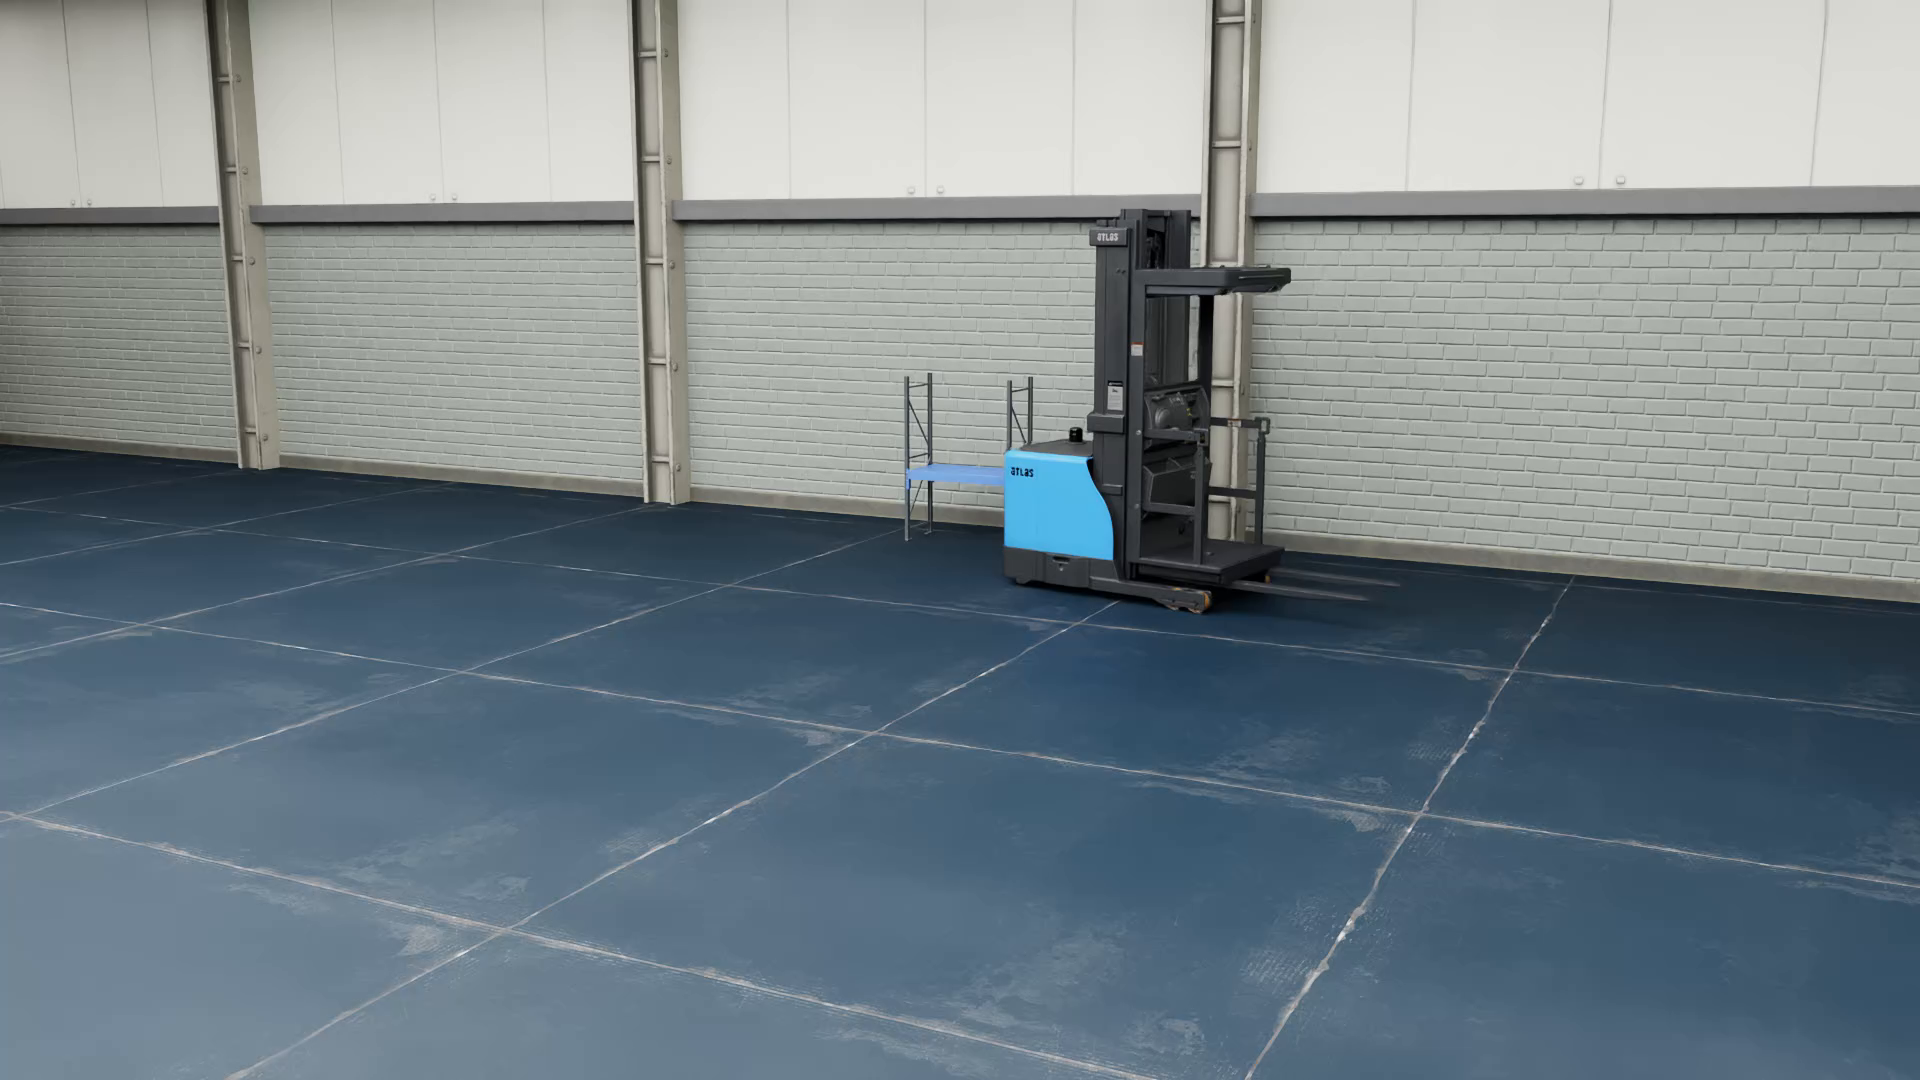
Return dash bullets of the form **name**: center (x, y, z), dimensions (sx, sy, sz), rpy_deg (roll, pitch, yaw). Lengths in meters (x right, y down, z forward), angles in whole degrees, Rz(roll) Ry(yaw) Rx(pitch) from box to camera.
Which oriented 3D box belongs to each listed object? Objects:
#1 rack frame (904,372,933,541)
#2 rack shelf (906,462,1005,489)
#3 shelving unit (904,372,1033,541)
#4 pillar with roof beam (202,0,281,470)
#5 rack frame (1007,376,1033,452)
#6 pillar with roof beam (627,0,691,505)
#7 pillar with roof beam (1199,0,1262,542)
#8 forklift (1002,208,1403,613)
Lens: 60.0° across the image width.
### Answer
- **rack frame**: center (-0.379, -0.771, 15.281), dimensions (0.032, 1.500, 0.500), rpy_deg (5, 11, 26)
- **rack shelf**: center (0.076, -0.554, 15.092), dimensions (1.000, 0.185, 0.538), rpy_deg (5, 11, 26)
- **shelving unit**: center (0.076, -0.731, 15.059), dimensions (1.048, 1.500, 0.538), rpy_deg (5, 11, 26)
- **pillar with roof beam**: center (-10.354, -4.619, 15.482), dimensions (0.400, 9.000, 9.100), rpy_deg (5, 11, 26)
- **rack frame**: center (0.532, -0.691, 14.838), dimensions (0.032, 1.500, 0.500), rpy_deg (5, 11, 26)
- **pillar with roof beam**: center (-4.974, -4.146, 12.869), dimensions (0.400, 9.000, 9.100), rpy_deg (5, 11, 26)
- **pillar with roof beam**: center (0.407, -3.673, 10.257), dimensions (0.400, 9.000, 9.100), rpy_deg (5, 11, 26)
- **forklift**: center (1.826, -1.008, 12.570), dimensions (3.031, 2.935, 1.130), rpy_deg (7, 13, 36)
